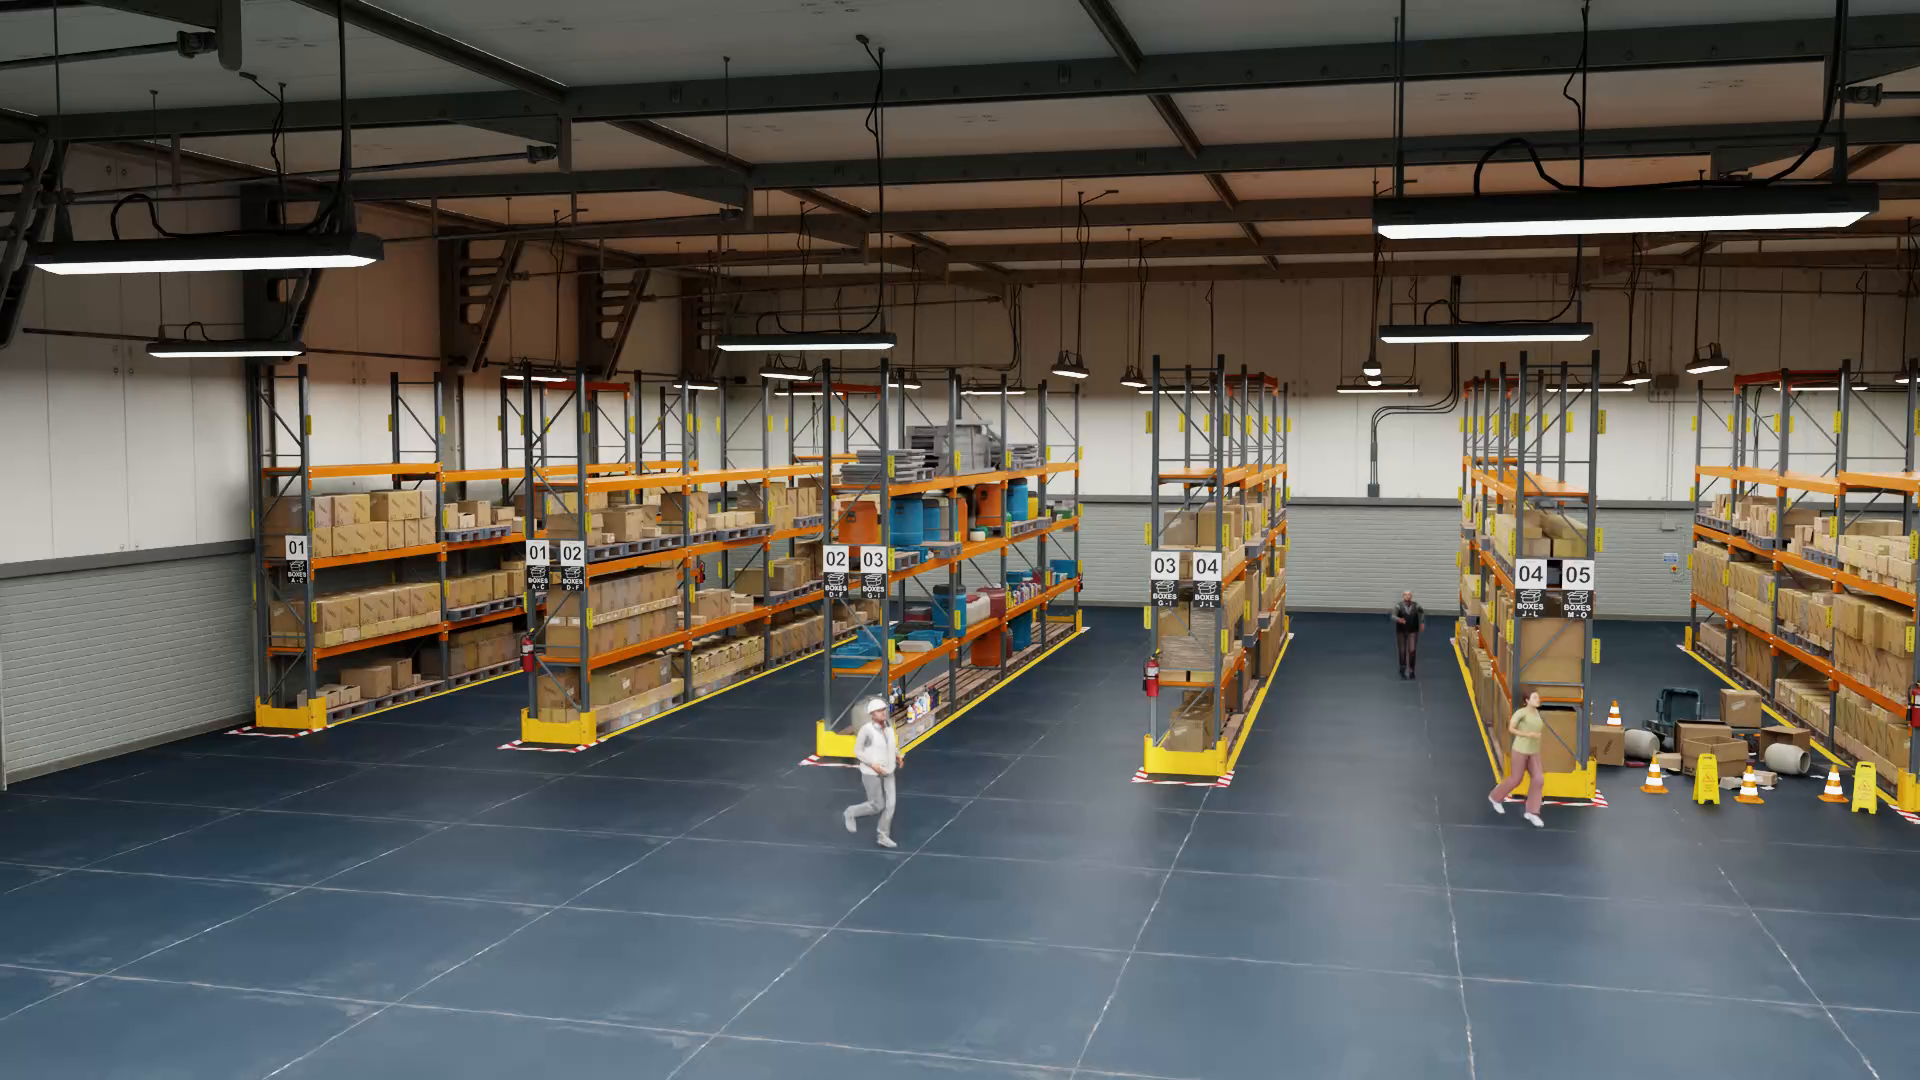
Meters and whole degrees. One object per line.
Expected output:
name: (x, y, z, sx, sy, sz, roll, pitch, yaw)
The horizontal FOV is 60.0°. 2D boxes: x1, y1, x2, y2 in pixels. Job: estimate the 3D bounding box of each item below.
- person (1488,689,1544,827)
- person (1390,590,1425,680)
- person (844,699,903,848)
person: (7.171, 2.720, 21.123, 0.584, 1.681, 0.857, -2, 4, -29)
person: (8.875, 1.869, 32.976, 0.673, 1.768, 0.760, 1, 4, 15)
person: (-1.012, 2.769, 19.925, 0.723, 1.760, 0.667, 4, 5, 44)
